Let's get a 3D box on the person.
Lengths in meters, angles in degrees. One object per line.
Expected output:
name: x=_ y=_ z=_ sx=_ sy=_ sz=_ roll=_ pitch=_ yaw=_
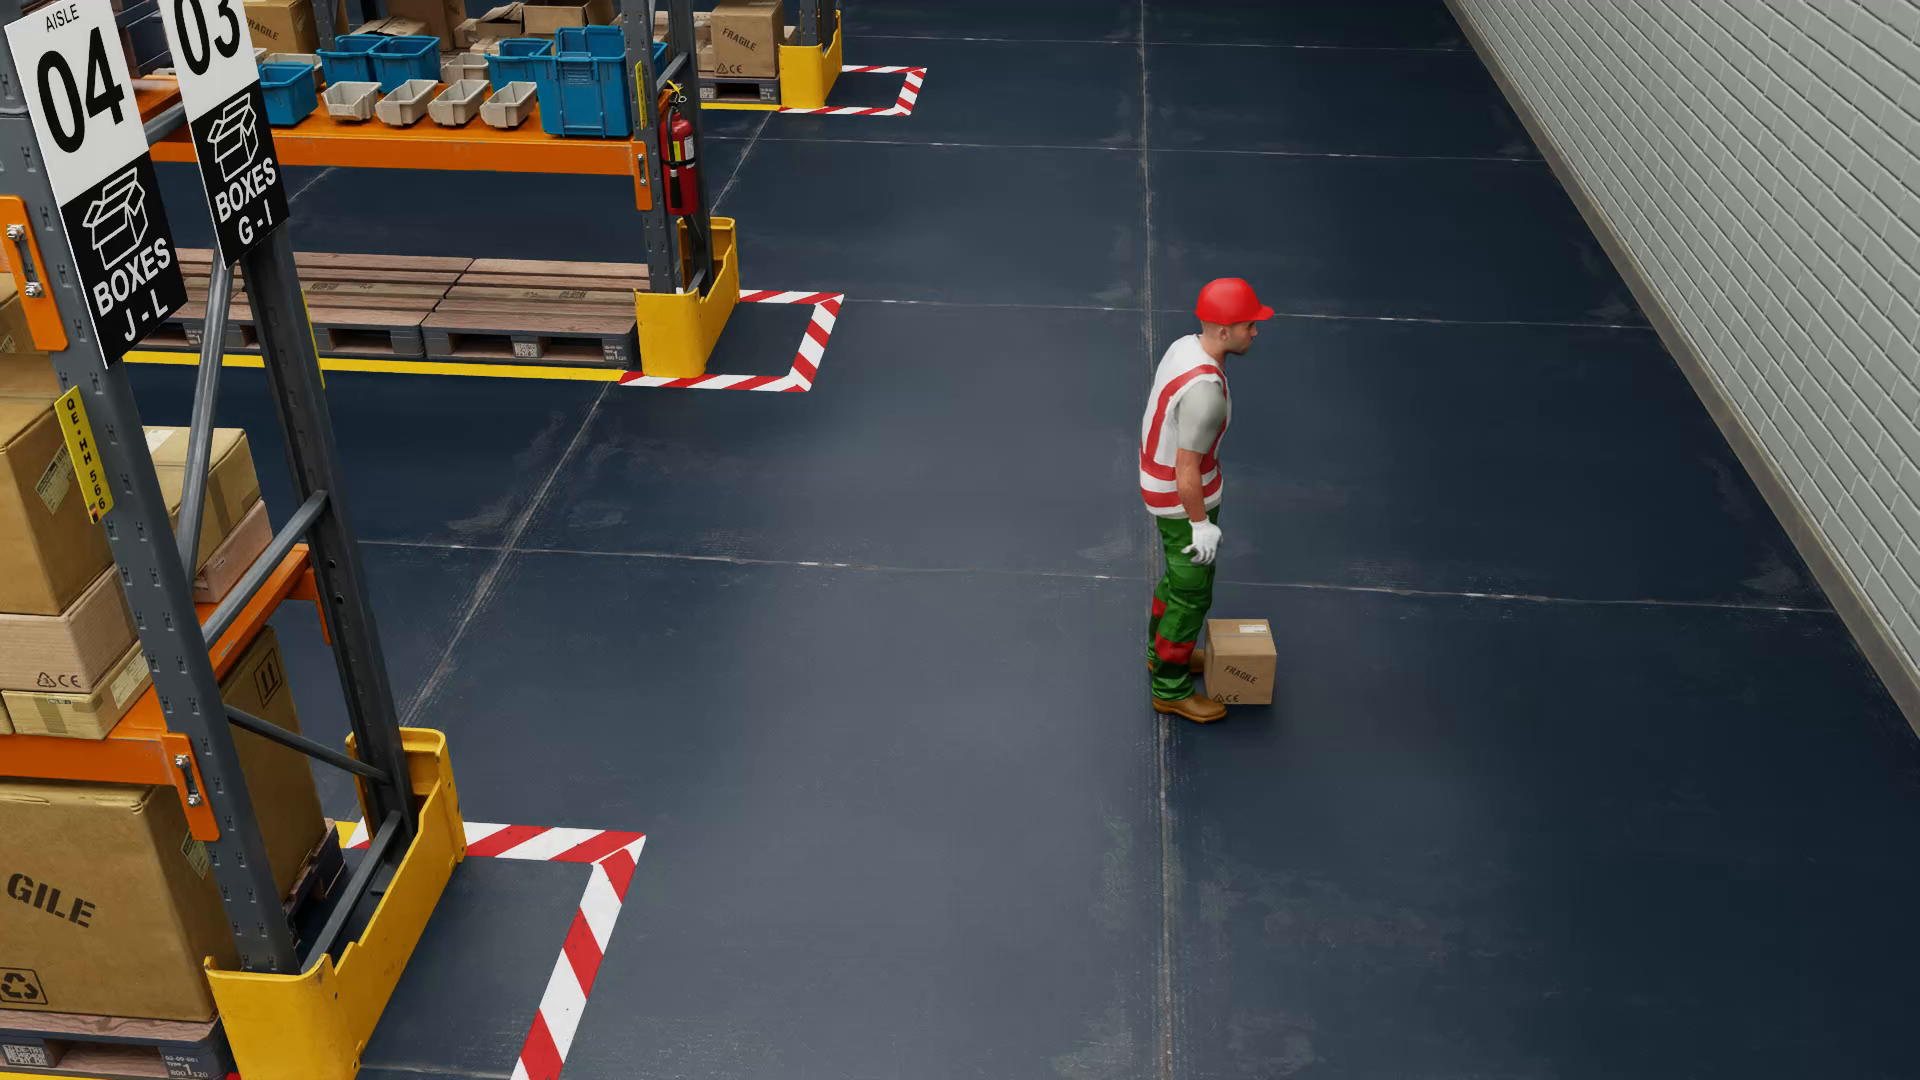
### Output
person: x=0.906 y=-0.163 z=6.385 sx=0.448 sy=1.780 sz=0.610 roll=3 pitch=32 yaw=4
